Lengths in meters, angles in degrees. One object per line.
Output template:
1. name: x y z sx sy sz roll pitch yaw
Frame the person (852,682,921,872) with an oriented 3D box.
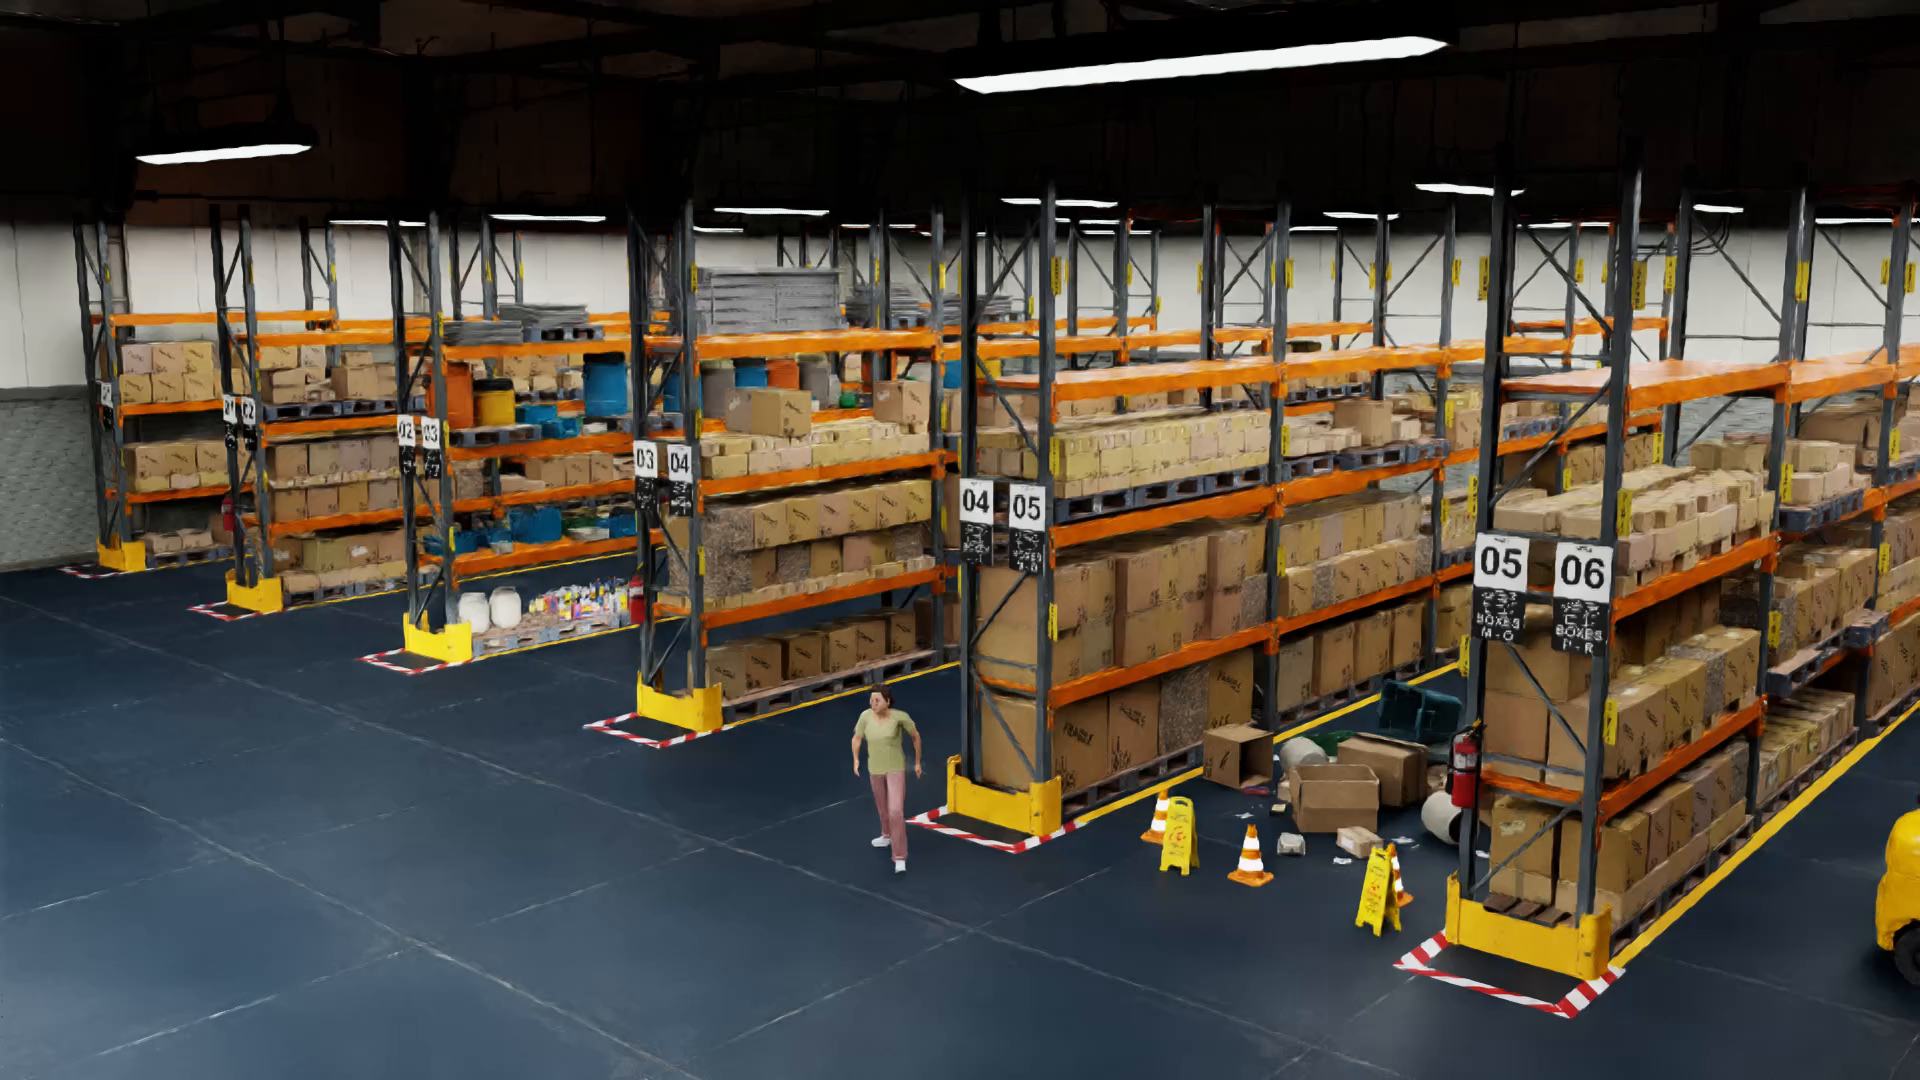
1. person: -0.604 2.008 14.449 0.621 1.566 0.814 4 10 24

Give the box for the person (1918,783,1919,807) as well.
1. person: 8.131 2.055 13.668 0.626 1.718 0.576 -3 10 -18

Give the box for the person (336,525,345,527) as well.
1. person: -10.724 -0.368 28.466 0.448 1.618 0.997 6 11 32
